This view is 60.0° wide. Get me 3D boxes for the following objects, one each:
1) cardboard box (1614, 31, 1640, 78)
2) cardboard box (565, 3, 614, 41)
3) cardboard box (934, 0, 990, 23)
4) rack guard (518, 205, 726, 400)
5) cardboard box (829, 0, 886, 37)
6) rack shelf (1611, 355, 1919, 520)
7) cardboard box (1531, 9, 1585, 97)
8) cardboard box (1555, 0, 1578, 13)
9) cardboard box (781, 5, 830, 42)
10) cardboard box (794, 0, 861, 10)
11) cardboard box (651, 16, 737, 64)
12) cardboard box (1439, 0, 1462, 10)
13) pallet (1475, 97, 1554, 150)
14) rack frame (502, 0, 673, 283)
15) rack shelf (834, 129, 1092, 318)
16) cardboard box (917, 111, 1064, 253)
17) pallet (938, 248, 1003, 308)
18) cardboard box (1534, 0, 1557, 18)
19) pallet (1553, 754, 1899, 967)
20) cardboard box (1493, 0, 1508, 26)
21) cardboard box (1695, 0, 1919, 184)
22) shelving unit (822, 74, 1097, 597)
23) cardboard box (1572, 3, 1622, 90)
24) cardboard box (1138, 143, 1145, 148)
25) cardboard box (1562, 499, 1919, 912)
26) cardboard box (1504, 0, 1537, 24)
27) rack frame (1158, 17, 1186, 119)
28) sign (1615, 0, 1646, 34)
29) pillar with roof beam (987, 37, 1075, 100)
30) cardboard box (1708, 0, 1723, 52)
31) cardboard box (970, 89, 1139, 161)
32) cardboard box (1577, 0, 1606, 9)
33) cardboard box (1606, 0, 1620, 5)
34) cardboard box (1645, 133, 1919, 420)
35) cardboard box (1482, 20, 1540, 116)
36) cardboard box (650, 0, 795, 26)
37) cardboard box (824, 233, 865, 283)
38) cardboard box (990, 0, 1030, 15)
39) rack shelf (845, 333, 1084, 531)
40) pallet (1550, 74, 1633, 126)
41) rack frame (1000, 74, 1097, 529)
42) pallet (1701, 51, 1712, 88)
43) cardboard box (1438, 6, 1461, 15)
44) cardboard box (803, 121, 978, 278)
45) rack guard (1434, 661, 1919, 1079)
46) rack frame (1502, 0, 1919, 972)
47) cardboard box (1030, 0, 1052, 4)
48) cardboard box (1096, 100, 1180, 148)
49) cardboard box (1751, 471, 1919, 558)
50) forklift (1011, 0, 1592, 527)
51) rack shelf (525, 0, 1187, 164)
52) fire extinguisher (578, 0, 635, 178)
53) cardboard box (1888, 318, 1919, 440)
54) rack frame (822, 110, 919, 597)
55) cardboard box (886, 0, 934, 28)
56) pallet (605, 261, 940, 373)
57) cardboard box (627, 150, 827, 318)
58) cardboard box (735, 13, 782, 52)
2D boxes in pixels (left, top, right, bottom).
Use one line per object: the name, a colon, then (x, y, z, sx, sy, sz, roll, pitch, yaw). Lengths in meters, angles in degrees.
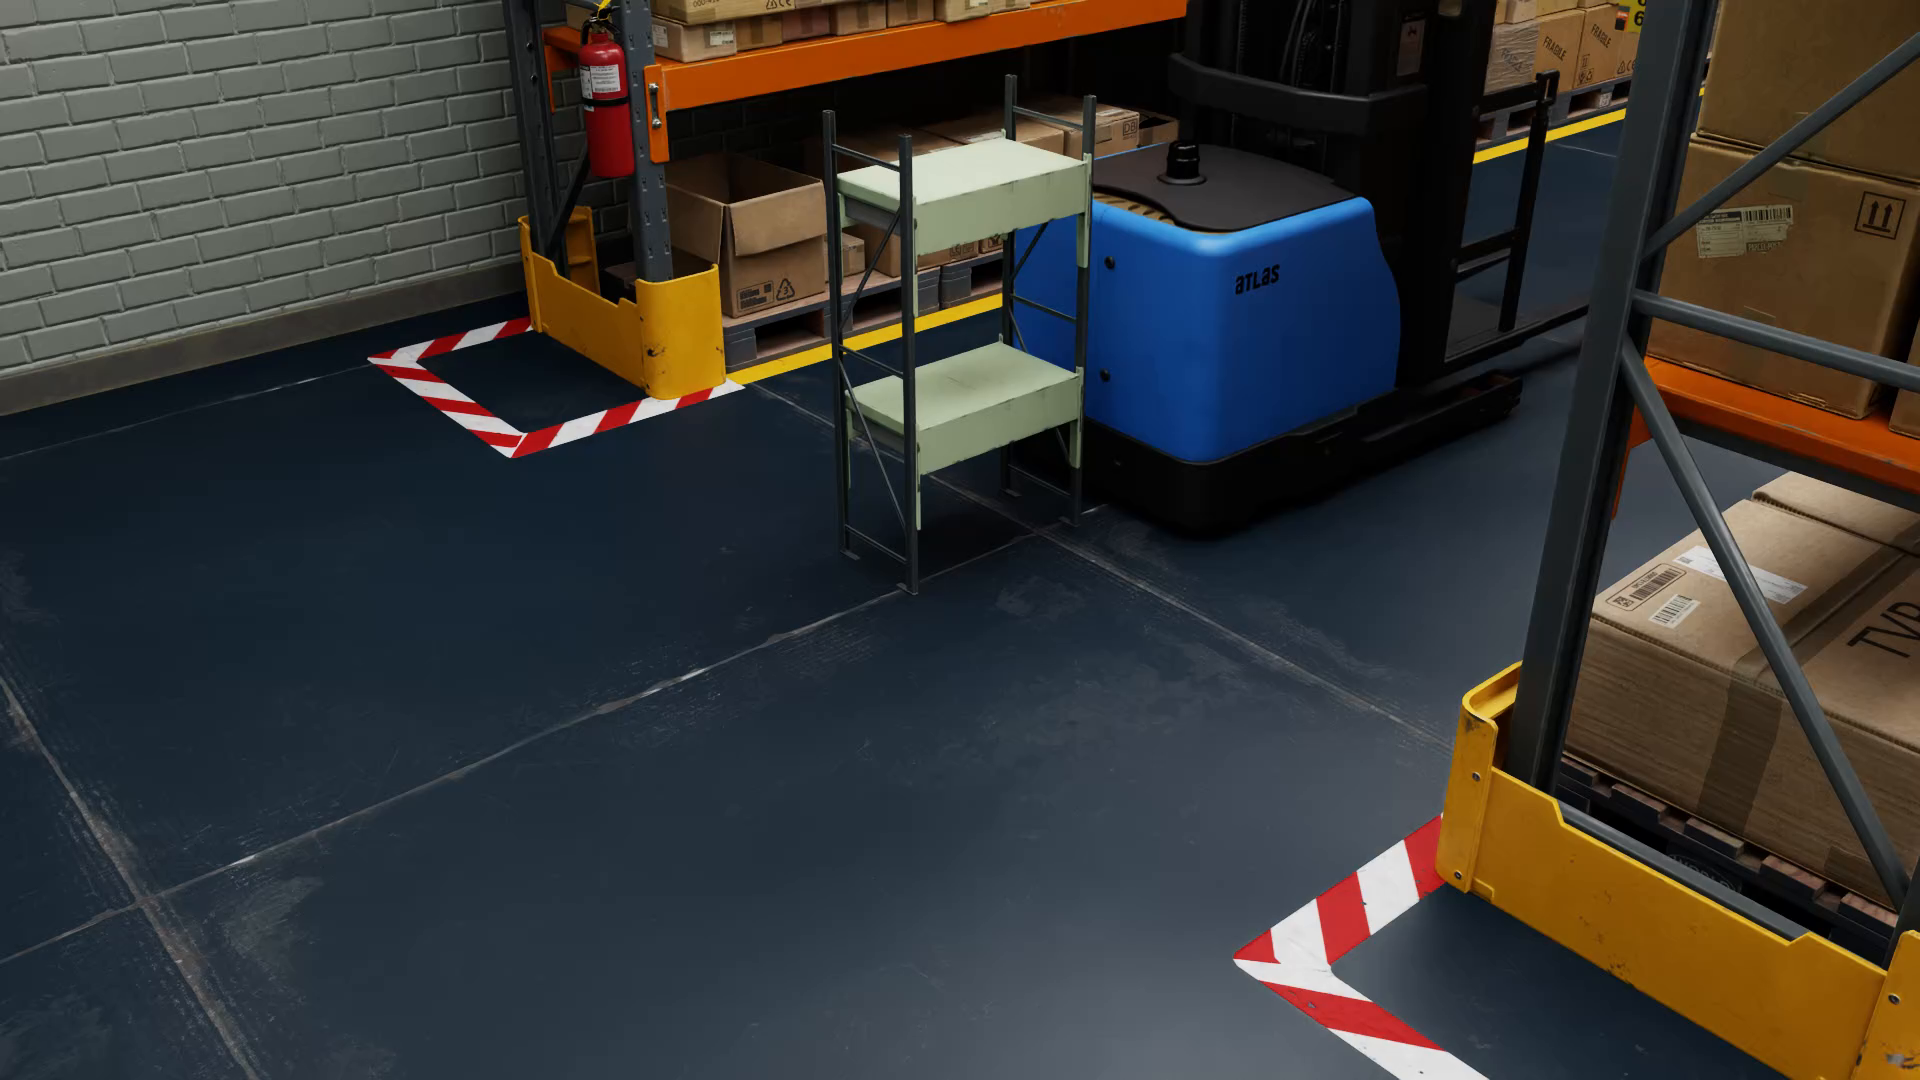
cardboard box: (4.378, -3.446, 11.222, 0.500, 0.500, 0.500, -21, 34, -34)
cardboard box: (-1.448, -2.209, 6.968, 0.250, 0.149, 0.380, -22, 35, -35)
cardboard box: (-0.085, -2.390, 7.306, 0.250, 0.149, 0.380, -23, 36, -36)
rack guard: (-1.468, -1.043, 7.172, 0.348, 0.500, 1.175, -22, 35, -35)
cardboard box: (-0.524, -2.256, 7.056, 0.250, 0.149, 0.380, -21, 34, -33)
rack shelf: (3.221, -0.638, 4.525, 4.000, 0.370, 1.077, -22, 35, -35)
cardboard box: (3.594, -3.136, 10.642, 0.500, 0.500, 0.500, -20, 34, -33)
cardboard box: (3.702, -3.473, 10.584, 0.250, 0.149, 0.380, -21, 34, -34)
cardboard box: (-0.756, -2.201, 6.953, 0.250, 0.149, 0.380, -22, 35, -36)
cardboard box: (-0.622, -2.384, 6.872, 0.500, 0.250, 0.500, -21, 35, -34)
cardboard box: (-1.097, -2.014, 6.602, 0.250, 0.149, 0.380, -22, 35, -35)
cardboard box: (2.916, -3.151, 9.982, 0.250, 0.149, 0.380, -20, 34, -33)
pallet: (3.040, -2.754, 10.679, 1.213, 0.211, 1.003, -22, 35, -35)
rack frame: (-1.525, -2.122, 6.539, 0.127, 3.000, 1.000, -22, 35, -35)
rack shelf: (0.005, -1.008, 5.216, 0.720, 0.370, 0.431, -22, 35, -35)
cardboard box: (0.144, -1.732, 8.014, 0.500, 0.500, 0.500, -21, 35, -34)
pallet: (0.066, -1.531, 8.391, 1.213, 0.211, 1.003, -22, 35, -35)
cardboard box: (3.513, -3.396, 10.441, 0.250, 0.149, 0.380, -23, 35, -36)
pallet: (2.257, 0.613, 4.378, 1.213, 0.211, 1.003, -22, 35, -35)
cardboard box: (3.102, -3.244, 10.156, 0.250, 0.149, 0.380, -22, 35, -35)
cardboard box: (1.911, -1.062, 3.387, 0.500, 0.500, 0.500, -21, 34, -33)
shelving unit: (0.005, -0.664, 5.400, 0.755, 1.500, 0.431, -22, 35, -35)
cardboard box: (3.991, -3.297, 10.943, 0.500, 0.500, 0.500, -23, 35, -36)
cardboard box: (1.013, -1.940, 8.654, 0.258, 0.266, 0.396, -20, 34, -33)
cardboard box: (2.136, 0.363, 4.161, 0.875, 0.438, 0.875, -23, 36, -37)
cardboard box: (3.322, -3.301, 10.263, 0.250, 0.149, 0.380, -24, 36, -37)
rack frame: (1.518, -3.346, 8.829, 0.127, 3.000, 1.000, -22, 35, -35)
sign: (1.357, -1.158, 3.254, 0.005, 0.325, 0.100, -22, 35, -35)
pillar with roof beam: (3.197, -4.559, 4.732, 0.400, 9.000, 9.100, -22, 35, -35)
cardboard box: (5.044, -3.893, 11.927, 0.625, 0.625, 0.875, -21, 34, -33)
cardboard box: (0.467, -1.923, 8.373, 0.500, 0.500, 0.700, -23, 36, -37)
cardboard box: (3.933, -3.537, 10.705, 0.250, 0.149, 0.380, -23, 36, -36)
cardboard box: (4.162, -3.602, 10.826, 0.250, 0.149, 0.380, -24, 36, -37)
cardboard box: (1.894, -0.630, 3.641, 0.500, 0.500, 0.500, -22, 35, -35)
cardboard box: (3.211, -2.970, 10.332, 0.500, 0.500, 0.500, -23, 36, -37)
cardboard box: (-1.005, -2.230, 6.583, 0.500, 0.250, 0.500, -22, 35, -35)
cardboard box: (-0.650, -1.319, 7.616, 0.250, 0.149, 0.380, -24, 36, -37)
cardboard box: (0.102, -2.478, 7.471, 0.250, 0.149, 0.380, -21, 35, -34)
rack shelf: (0.005, -0.376, 5.554, 0.720, 0.370, 0.431, -22, 35, -35)
pallet: (3.968, -3.125, 11.374, 1.213, 0.211, 1.003, -22, 35, -35)
rack frame: (0.284, -0.775, 5.610, 0.023, 1.500, 0.400, -22, 35, -35)
pallet: (5.212, -3.578, 12.221, 1.213, 0.211, 1.003, -22, 35, -35)
cardboard box: (2.726, -3.076, 9.842, 0.250, 0.149, 0.380, -22, 35, -35)
cardboard box: (-0.323, -1.606, 7.779, 0.500, 0.500, 0.700, -20, 34, -33)
rack guard: (1.681, 0.766, 3.786, 0.348, 0.500, 1.175, -22, 35, -35)
rack frame: (1.699, -0.344, 3.211, 0.127, 3.000, 1.000, -22, 35, -35)
cardboard box: (0.253, -2.581, 7.665, 0.250, 0.149, 0.380, -22, 35, -35)
cardboard box: (0.862, -2.228, 9.144, 0.500, 0.311, 0.500, -20, 34, -33)
cardboard box: (2.827, 0.080, 4.690, 0.875, 0.438, 0.875, -21, 34, -34)
forklift: (1.623, -1.897, 6.191, 3.031, 2.935, 1.130, -21, 35, -34)
rack shelf: (-0.004, -2.417, 7.853, 4.000, 0.370, 1.077, -22, 35, -35)
fire extinguisher: (-1.337, -1.713, 6.251, 0.183, 0.674, 0.296, -22, 35, -35)
cardboard box: (2.251, -0.432, 3.269, 0.500, 0.500, 0.500, -22, 35, -35)
rack frame: (-0.273, -0.552, 5.191, 0.023, 1.500, 0.400, -22, 35, -35)
cardboard box: (-0.326, -2.340, 7.212, 0.250, 0.149, 0.380, -21, 35, -34)
pallet: (-0.862, -1.160, 7.697, 1.213, 0.211, 1.003, -22, 35, -35)
cardboard box: (-0.999, -1.360, 7.315, 0.637, 0.503, 0.797, -24, 36, -37)
cardboard box: (-0.934, -2.108, 6.779, 0.250, 0.149, 0.380, -21, 35, -34)
